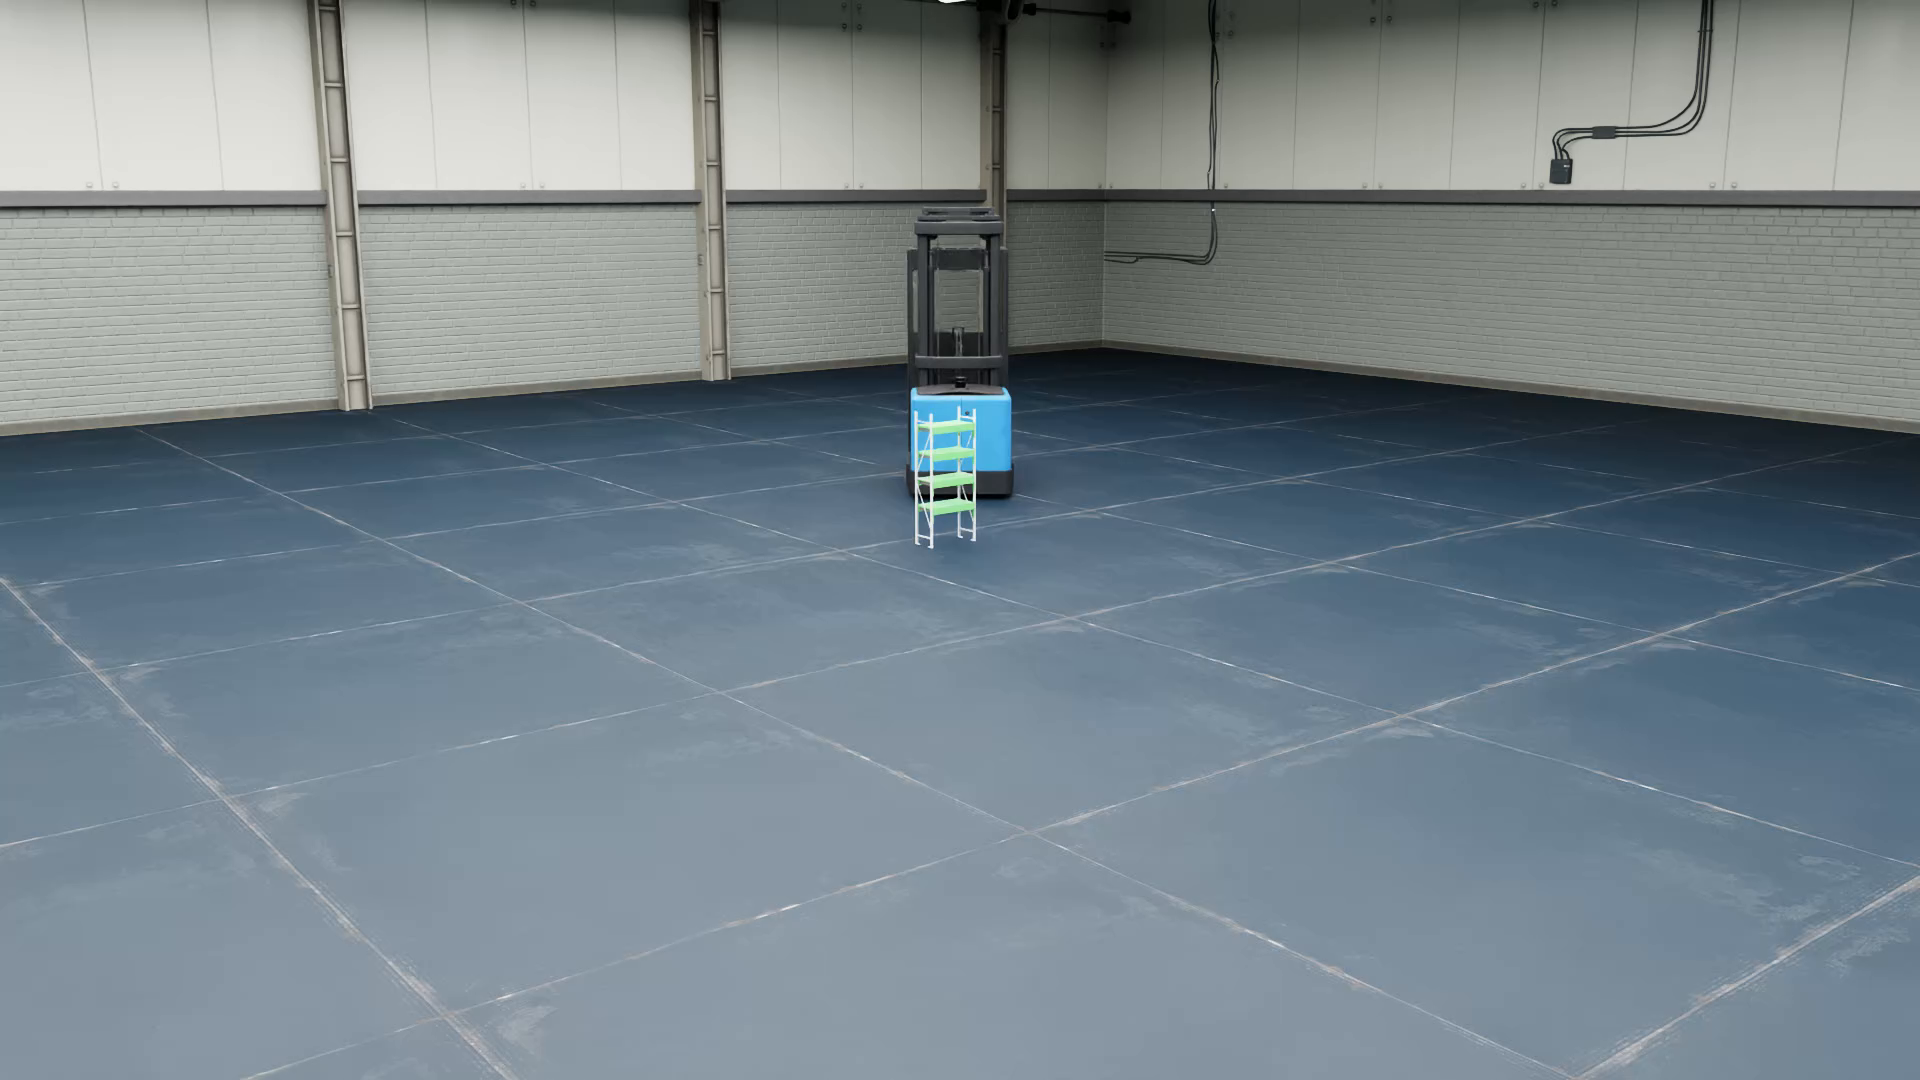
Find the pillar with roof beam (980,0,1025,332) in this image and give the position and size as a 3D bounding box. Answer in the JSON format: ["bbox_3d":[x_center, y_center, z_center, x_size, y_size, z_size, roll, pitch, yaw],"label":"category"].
[{"bbox_3d":[3.304,-7.165,27.208,0.548,9.000,9.100,-9,15,-38],"label":"pillar with roof beam"}]

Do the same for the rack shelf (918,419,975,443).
[{"bbox_3d":[-0.129,-0.972,14.817,0.480,0.148,0.258,-9,15,-38],"label":"rack shelf"}]

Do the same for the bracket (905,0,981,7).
[{"bbox_3d":[-1.500,-9.178,28.023,4.783,0.066,0.076,-9,15,-38],"label":"bracket"}]

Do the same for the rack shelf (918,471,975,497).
[{"bbox_3d":[-0.129,-0.503,14.916,0.480,0.148,0.258,-9,15,-38],"label":"rack shelf"}]

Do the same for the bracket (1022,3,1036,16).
[{"bbox_3d":[1.161,-9.620,30.104,0.430,0.232,0.235,-9,15,-38],"label":"bracket"}]

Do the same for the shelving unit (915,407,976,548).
[{"bbox_3d":[-0.129,-0.565,14.903,0.503,1.200,0.258,-9,15,-38],"label":"shelving unit"}]

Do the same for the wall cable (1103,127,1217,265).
[{"bbox_3d":[3.741,-6.512,31.609,0.112,2.526,3.097,-9,15,-38],"label":"wall cable"}]

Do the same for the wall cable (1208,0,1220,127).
[{"bbox_3d":[5.431,-8.544,29.018,0.112,2.526,3.097,-9,15,-38],"label":"wall cable"}]

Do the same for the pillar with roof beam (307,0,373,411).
[{"bbox_3d":[-6.066,-5.608,19.875,0.400,9.000,9.100,-9,15,-38],"label":"pillar with roof beam"}]

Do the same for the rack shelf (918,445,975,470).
[{"bbox_3d":[-0.129,-0.738,14.866,0.480,0.148,0.258,-9,15,-38],"label":"rack shelf"}]

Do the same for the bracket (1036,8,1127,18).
[{"bbox_3d":[2.550,-9.851,31.192,3.189,0.066,0.076,-9,15,-38],"label":"bracket"}]

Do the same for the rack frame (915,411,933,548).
[{"bbox_3d":[-0.320,-0.534,14.754,0.015,1.200,0.240,-9,15,-38],"label":"rack frame"}]

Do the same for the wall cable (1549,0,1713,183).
[{"bbox_3d":[9.659,-8.153,23.672,0.169,6.003,2.305,-9,15,-38],"label":"wall cable"}]

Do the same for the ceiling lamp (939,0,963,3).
[{"bbox_3d":[0.564,-9.447,23.900,0.800,3.185,2.000,-9,15,-38],"label":"ceiling lamp"}]

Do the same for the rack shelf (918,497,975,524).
[{"bbox_3d":[-0.129,-0.268,14.966,0.480,0.148,0.258,-9,15,-38],"label":"rack shelf"}]

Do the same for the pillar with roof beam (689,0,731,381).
[{"bbox_3d":[-1.381,-6.387,23.541,0.548,9.000,9.100,-9,15,-38],"label":"pillar with roof beam"}]

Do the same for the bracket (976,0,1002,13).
[{"bbox_3d":[0.512,-9.513,29.597,0.430,0.232,0.235,-9,15,-38],"label":"bracket"}]

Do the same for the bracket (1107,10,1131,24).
[{"bbox_3d":[3.011,-9.928,31.553,0.430,0.232,0.235,-9,15,-38],"label":"bracket"}]

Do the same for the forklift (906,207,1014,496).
[{"bbox_3d":[-0.033,-2.143,18.163,1.130,2.935,3.031,0,12,-2],"label":"forklift"}]

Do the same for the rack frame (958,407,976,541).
[{"bbox_3d":[0.061,-0.597,15.052,0.015,1.200,0.240,-9,15,-38],"label":"rack frame"}]
